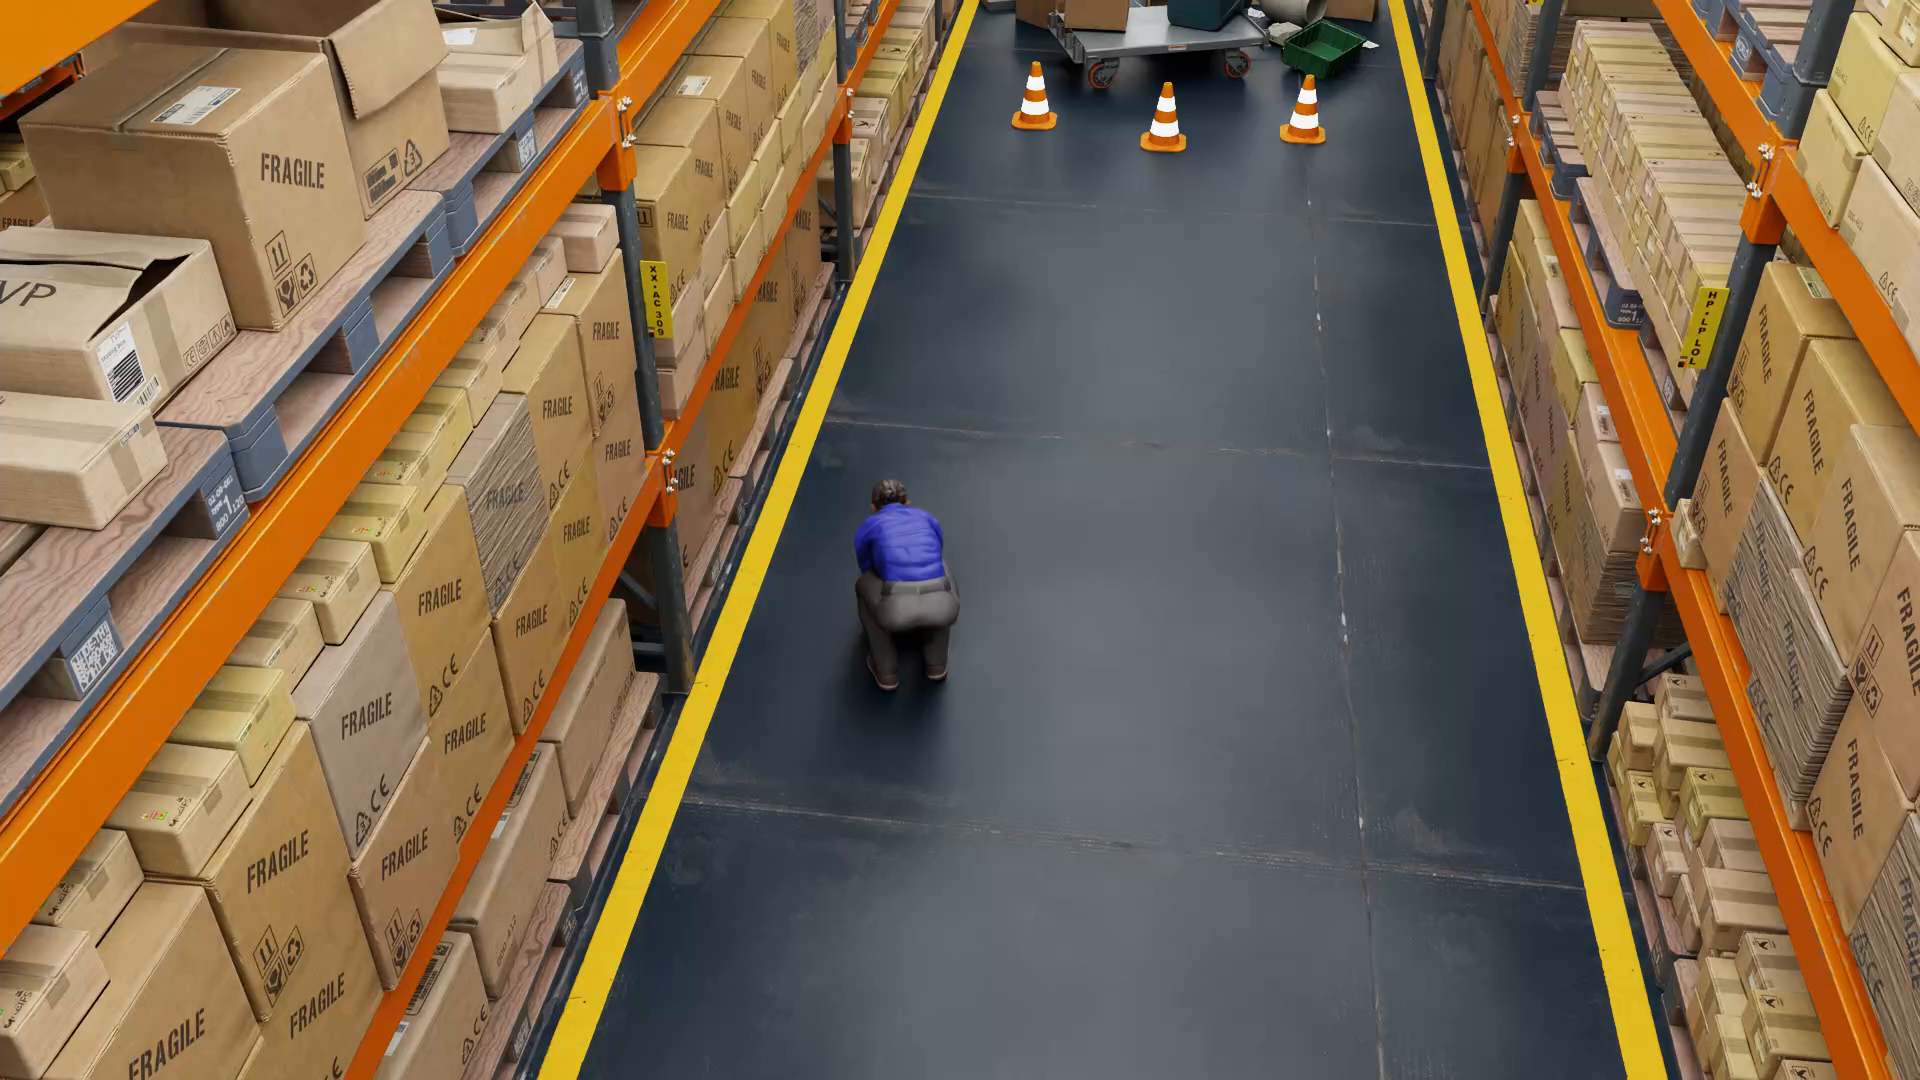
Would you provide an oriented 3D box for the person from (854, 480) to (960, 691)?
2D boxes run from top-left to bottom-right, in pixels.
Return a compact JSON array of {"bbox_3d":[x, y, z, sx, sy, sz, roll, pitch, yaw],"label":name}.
[{"bbox_3d":[-0.246,0.222,7.529,0.451,0.757,0.861,-5,37,-6],"label":"person"}]
